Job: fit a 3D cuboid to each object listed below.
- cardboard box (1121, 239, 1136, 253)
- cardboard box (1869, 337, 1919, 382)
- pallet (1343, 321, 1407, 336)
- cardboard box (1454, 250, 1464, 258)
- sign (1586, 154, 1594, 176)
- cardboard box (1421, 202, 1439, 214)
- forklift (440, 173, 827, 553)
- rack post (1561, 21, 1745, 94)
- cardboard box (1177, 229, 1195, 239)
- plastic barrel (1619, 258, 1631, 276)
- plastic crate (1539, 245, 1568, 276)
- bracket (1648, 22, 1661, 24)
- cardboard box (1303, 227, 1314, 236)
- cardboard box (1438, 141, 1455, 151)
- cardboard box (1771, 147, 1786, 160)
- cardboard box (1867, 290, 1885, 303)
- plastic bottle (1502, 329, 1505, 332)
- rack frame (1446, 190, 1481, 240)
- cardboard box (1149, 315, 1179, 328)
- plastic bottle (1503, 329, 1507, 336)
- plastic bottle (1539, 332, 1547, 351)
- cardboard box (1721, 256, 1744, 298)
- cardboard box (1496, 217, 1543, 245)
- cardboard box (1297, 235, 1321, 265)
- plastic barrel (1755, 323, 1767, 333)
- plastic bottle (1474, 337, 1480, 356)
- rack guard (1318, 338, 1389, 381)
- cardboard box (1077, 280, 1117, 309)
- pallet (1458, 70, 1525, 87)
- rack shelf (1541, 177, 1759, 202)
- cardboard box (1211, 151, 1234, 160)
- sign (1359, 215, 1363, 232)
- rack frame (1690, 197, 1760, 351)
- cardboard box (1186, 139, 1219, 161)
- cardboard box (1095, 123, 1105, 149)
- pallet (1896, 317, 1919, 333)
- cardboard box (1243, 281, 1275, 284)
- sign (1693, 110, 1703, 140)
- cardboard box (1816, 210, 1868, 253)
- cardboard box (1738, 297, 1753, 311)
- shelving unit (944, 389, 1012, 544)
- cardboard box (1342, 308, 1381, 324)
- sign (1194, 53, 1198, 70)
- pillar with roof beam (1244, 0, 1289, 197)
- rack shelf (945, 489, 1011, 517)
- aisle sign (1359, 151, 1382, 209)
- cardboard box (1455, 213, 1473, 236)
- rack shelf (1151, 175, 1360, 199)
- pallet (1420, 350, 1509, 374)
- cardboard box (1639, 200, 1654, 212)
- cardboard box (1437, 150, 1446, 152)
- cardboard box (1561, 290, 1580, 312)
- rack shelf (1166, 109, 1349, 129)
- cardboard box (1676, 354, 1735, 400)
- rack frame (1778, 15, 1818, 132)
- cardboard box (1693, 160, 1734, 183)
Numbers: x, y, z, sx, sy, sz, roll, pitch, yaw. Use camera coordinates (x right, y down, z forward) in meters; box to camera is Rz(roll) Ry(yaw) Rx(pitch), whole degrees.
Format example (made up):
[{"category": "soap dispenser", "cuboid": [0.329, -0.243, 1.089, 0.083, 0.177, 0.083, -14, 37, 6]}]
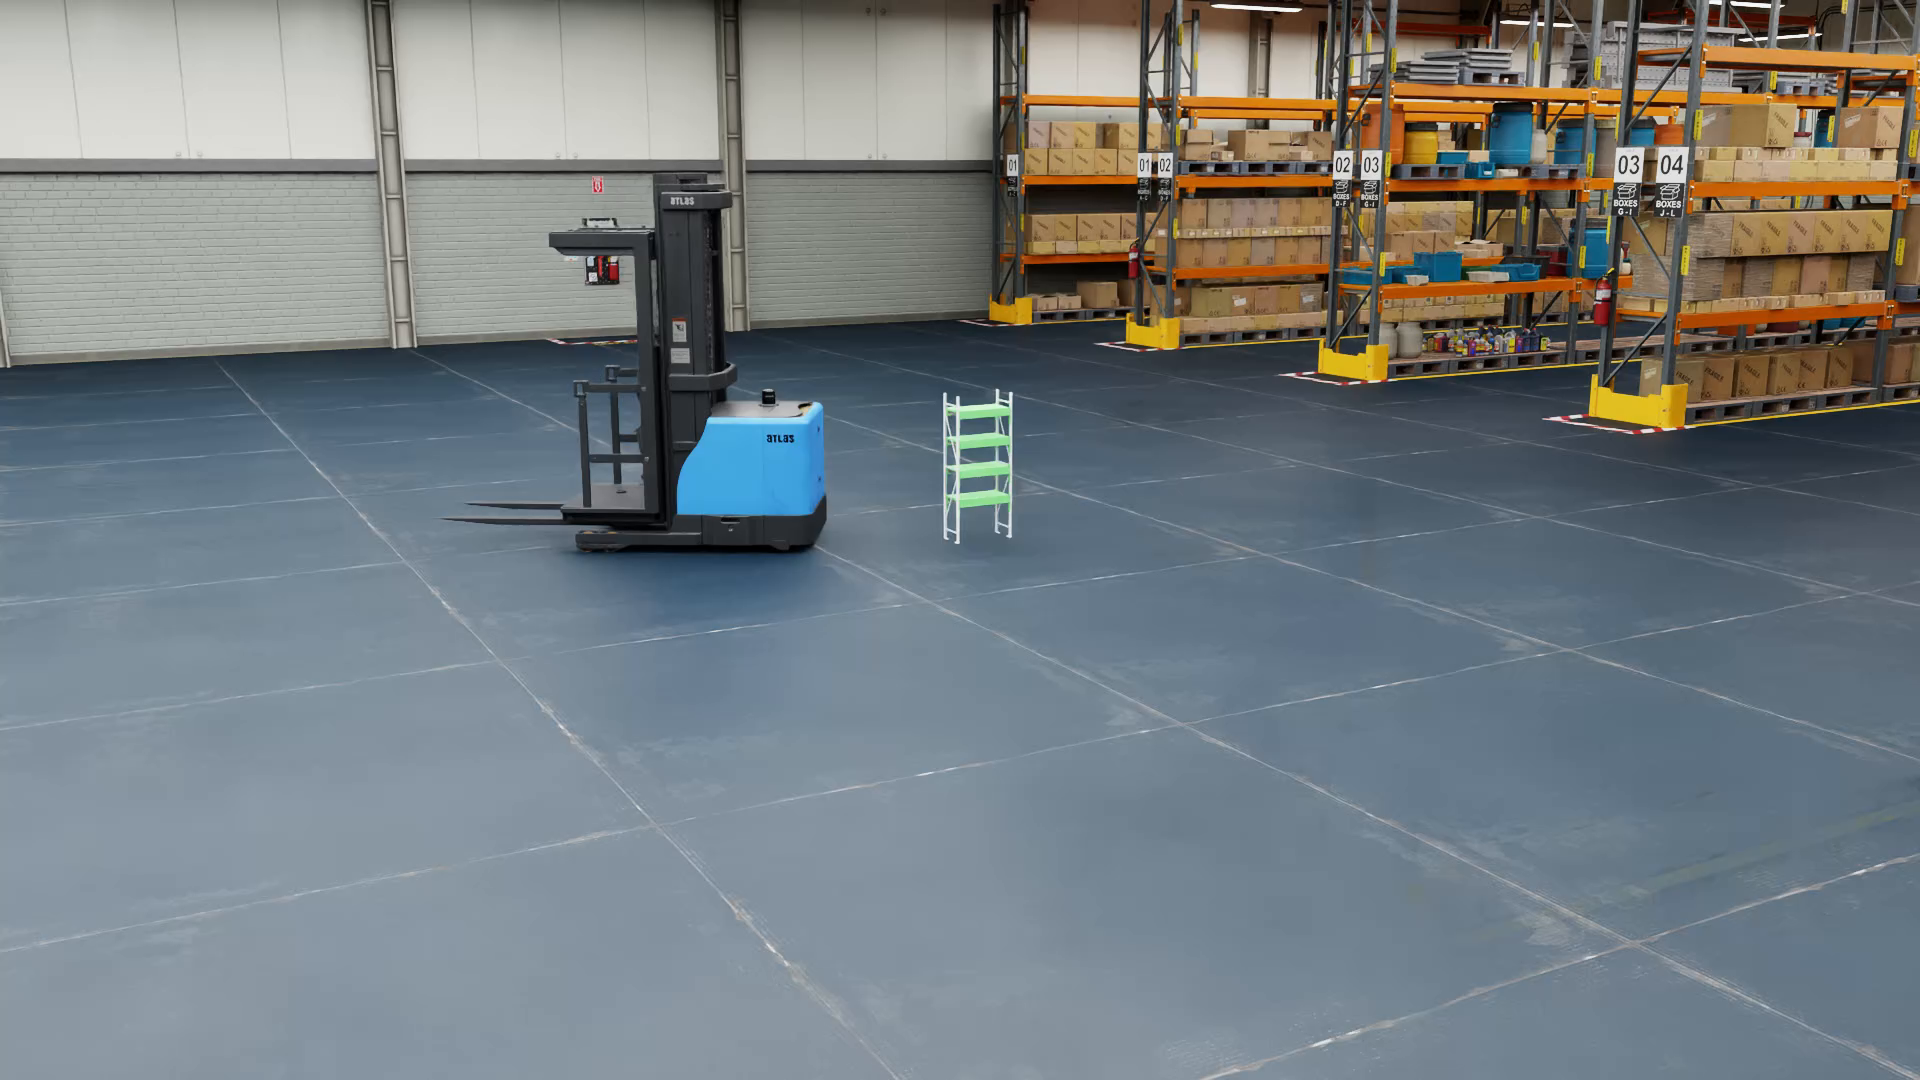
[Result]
[{"category": "cardboard box", "cuboid": [3.290, -5.893, 33.259, 0.500, 0.250, 0.500, -7, 14, -28]}, {"category": "cardboard box", "cuboid": [12.533, -2.410, 22.177, 0.500, 0.500, 0.700, -7, 14, -28]}, {"category": "pallet", "cuboid": [7.441, -3.942, 30.644, 1.213, 0.211, 1.003, -7, 14, -28]}, {"category": "cardboard box", "cuboid": [9.231, -5.370, 31.213, 0.250, 0.149, 0.380, -6, 14, -24]}, {"category": "sign", "cuboid": [9.437, -5.623, 24.910, 0.005, 0.325, 0.100, -7, 14, -28]}, {"category": "cardboard box", "cuboid": [10.269, -7.379, 36.905, 0.500, 0.250, 0.500, -7, 14, -27]}, {"category": "forklift", "cuboid": [-2.655, -1.446, 13.357, 3.031, 2.935, 1.130, 1, 13, 2]}, {"category": "rack post", "cuboid": [10.870, -7.510, 26.030, 3.121, 1.000, 1.013, -7, 14, -28]}, {"category": "cardboard box", "cuboid": [3.750, -5.161, 28.007, 0.250, 0.149, 0.380, -7, 14, -28]}, {"category": "plastic barrel", "cuboid": [10.418, -4.304, 26.219, 0.301, 0.262, 0.301, 0, 13, 0]}, {"category": "plastic crate", "cuboid": [9.461, -4.403, 26.198, 0.583, 0.464, 0.402, -7, 14, -28]}, {"category": "bracket", "cuboid": [16.730, -12.455, 40.261, 0.430, 0.232, 0.235, -7, 14, -28]}, {"category": "cardboard box", "cuboid": [6.000, -5.431, 29.205, 0.250, 0.149, 0.380, -7, 14, -28]}, {"category": "cardboard box", "cuboid": [10.633, -8.669, 37.234, 0.500, 0.500, 0.700, -8, 15, -31]}, {"category": "cardboard box", "cuboid": [9.556, -4.586, 19.758, 0.250, 0.149, 0.380, -8, 15, -30]}, {"category": "cardboard box", "cuboid": [11.508, -3.106, 21.151, 0.250, 0.149, 0.380, -7, 14, -28]}, {"category": "plastic bottle", "cuboid": [8.423, -3.160, 26.019, 0.135, 0.276, 0.152, -6, 14, -26]}, {"category": "rack frame", "cuboid": [11.458, -7.013, 37.940, 0.127, 3.000, 1.000, -7, 14, -28]}, {"category": "cardboard box", "cuboid": [3.631, -3.773, 28.850, 0.500, 0.250, 0.500, -7, 14, -28]}, {"category": "plastic bottle", "cuboid": [8.474, -3.143, 25.927, 0.133, 0.283, 0.061, -7, 14, -28]}, {"category": "plastic bottle", "cuboid": [8.919, -3.038, 25.459, 0.133, 0.283, 0.061, -6, 14, -25]}, {"category": "cardboard box", "cuboid": [8.923, -3.209, 20.132, 0.500, 0.500, 0.875, -7, 14, -28]}, {"category": "cardboard box", "cuboid": [10.823, -5.980, 32.164, 0.700, 0.500, 0.500, 11, 17, 41]}, {"category": "cardboard box", "cuboid": [5.967, -5.161, 29.484, 0.500, 0.500, 0.700, -7, 14, -28]}, {"category": "plastic barrel", "cuboid": [13.568, -3.806, 28.397, 0.421, 0.512, 0.421, 0, 13, 0]}, {"category": "plastic bottle", "cuboid": [7.714, -2.892, 24.839, 0.097, 0.271, 0.097, 0, 13, 0]}, {"category": "rack guard", "cuboid": [5.716, -2.639, 24.197, 0.348, 0.500, 1.175, -7, 14, -28]}, {"category": "cardboard box", "cuboid": [2.744, -4.929, 33.369, 0.500, 0.500, 0.700, -8, 15, -31]}, {"category": "pallet", "cuboid": [7.401, -6.681, 24.139, 1.213, 0.211, 1.003, -7, 14, -28]}, {"category": "rack shelf", "cuboid": [10.938, -5.585, 26.401, 4.000, 0.370, 1.077, -7, 14, -28]}, {"category": "cardboard box", "cuboid": [4.419, -6.500, 28.126, 0.250, 0.149, 0.380, -7, 14, -28]}, {"category": "sign", "cuboid": [7.080, -5.571, 29.382, 0.005, 0.325, 0.100, -7, 14, -28]}, {"category": "rack frame", "cuboid": [12.694, -4.683, 27.586, 0.127, 3.000, 1.000, -7, 14, -28]}, {"category": "cardboard box", "cuboid": [4.954, -7.931, 34.001, 0.500, 0.500, 0.500, -5, 13, -20]}, {"category": "cardboard box", "cuboid": [2.540, -8.015, 33.008, 0.500, 0.500, 0.500, -7, 14, -28]}, {"category": "pallet", "cuboid": [17.904, -3.958, 30.713, 1.213, 0.211, 1.003, -7, 14, -28]}, {"category": "cardboard box", "cuboid": [5.378, -4.353, 29.717, 0.500, 0.500, 0.500, -7, 14, -28]}, {"category": "sign", "cuboid": [8.305, -4.672, 18.716, 0.005, 0.325, 0.100, -7, 14, -28]}, {"category": "cardboard box", "cuboid": [10.855, -3.836, 20.641, 0.500, 0.500, 0.500, -7, 14, -28]}, {"category": "cardboard box", "cuboid": [9.297, -2.850, 20.012, 0.250, 0.149, 0.380, -7, 14, -28]}, {"category": "shelving unit", "cuboid": [0.145, -0.603, 13.555, 0.503, 1.200, 0.258, -7, 14, -28]}, {"category": "cardboard box", "cuboid": [7.286, -4.075, 30.192, 0.500, 0.250, 0.500, -7, 15, -29]}, {"category": "sign", "cuboid": [4.680, -9.486, 32.957, 0.005, 0.325, 0.100, -7, 14, -28]}, {"category": "pillar with roof beam", "cuboid": [8.454, -8.719, 31.858, 0.548, 9.000, 9.100, -7, 14, -28]}, {"category": "rack shelf", "cuboid": [0.145, -0.306, 13.622, 0.480, 0.148, 0.258, -7, 14, -28]}, {"category": "aisle sign", "cuboid": [5.749, -5.046, 23.277, 0.004, 0.787, 0.394, -7, 14, -28]}, {"category": "cardboard box", "cuboid": [11.174, -7.120, 37.462, 0.500, 0.500, 0.500, -7, 15, -29]}, {"category": "rack shelf", "cuboid": [5.057, -6.119, 28.775, 4.000, 0.370, 1.077, -7, 14, -28]}, {"category": "pallet", "cuboid": [7.501, -2.710, 25.170, 1.213, 0.211, 1.003, -7, 14, -28]}, {"category": "cardboard box", "cuboid": [14.155, -6.699, 34.037, 0.500, 0.500, 0.500, -7, 14, -28]}, {"category": "cardboard box", "cuboid": [8.520, -7.002, 30.442, 0.500, 0.250, 0.500, -8, 15, -33]}, {"category": "cardboard box", "cuboid": [11.760, -4.734, 32.504, 0.500, 0.500, 0.500, -7, 14, -29]}, {"category": "rack shelf", "cuboid": [6.192, -8.763, 34.599, 4.000, 0.370, 1.077, -7, 14, -28]}, {"category": "cardboard box", "cuboid": [9.110, -2.004, 20.420, 0.500, 0.500, 0.500, -3, 13, -13]}, {"category": "rack frame", "cuboid": [17.346, -9.406, 34.911, 0.127, 3.000, 1.000, -7, 14, -28]}, {"category": "cardboard box", "cuboid": [8.592, -4.278, 19.296, 0.500, 0.250, 0.500, -6, 14, -26]}]
